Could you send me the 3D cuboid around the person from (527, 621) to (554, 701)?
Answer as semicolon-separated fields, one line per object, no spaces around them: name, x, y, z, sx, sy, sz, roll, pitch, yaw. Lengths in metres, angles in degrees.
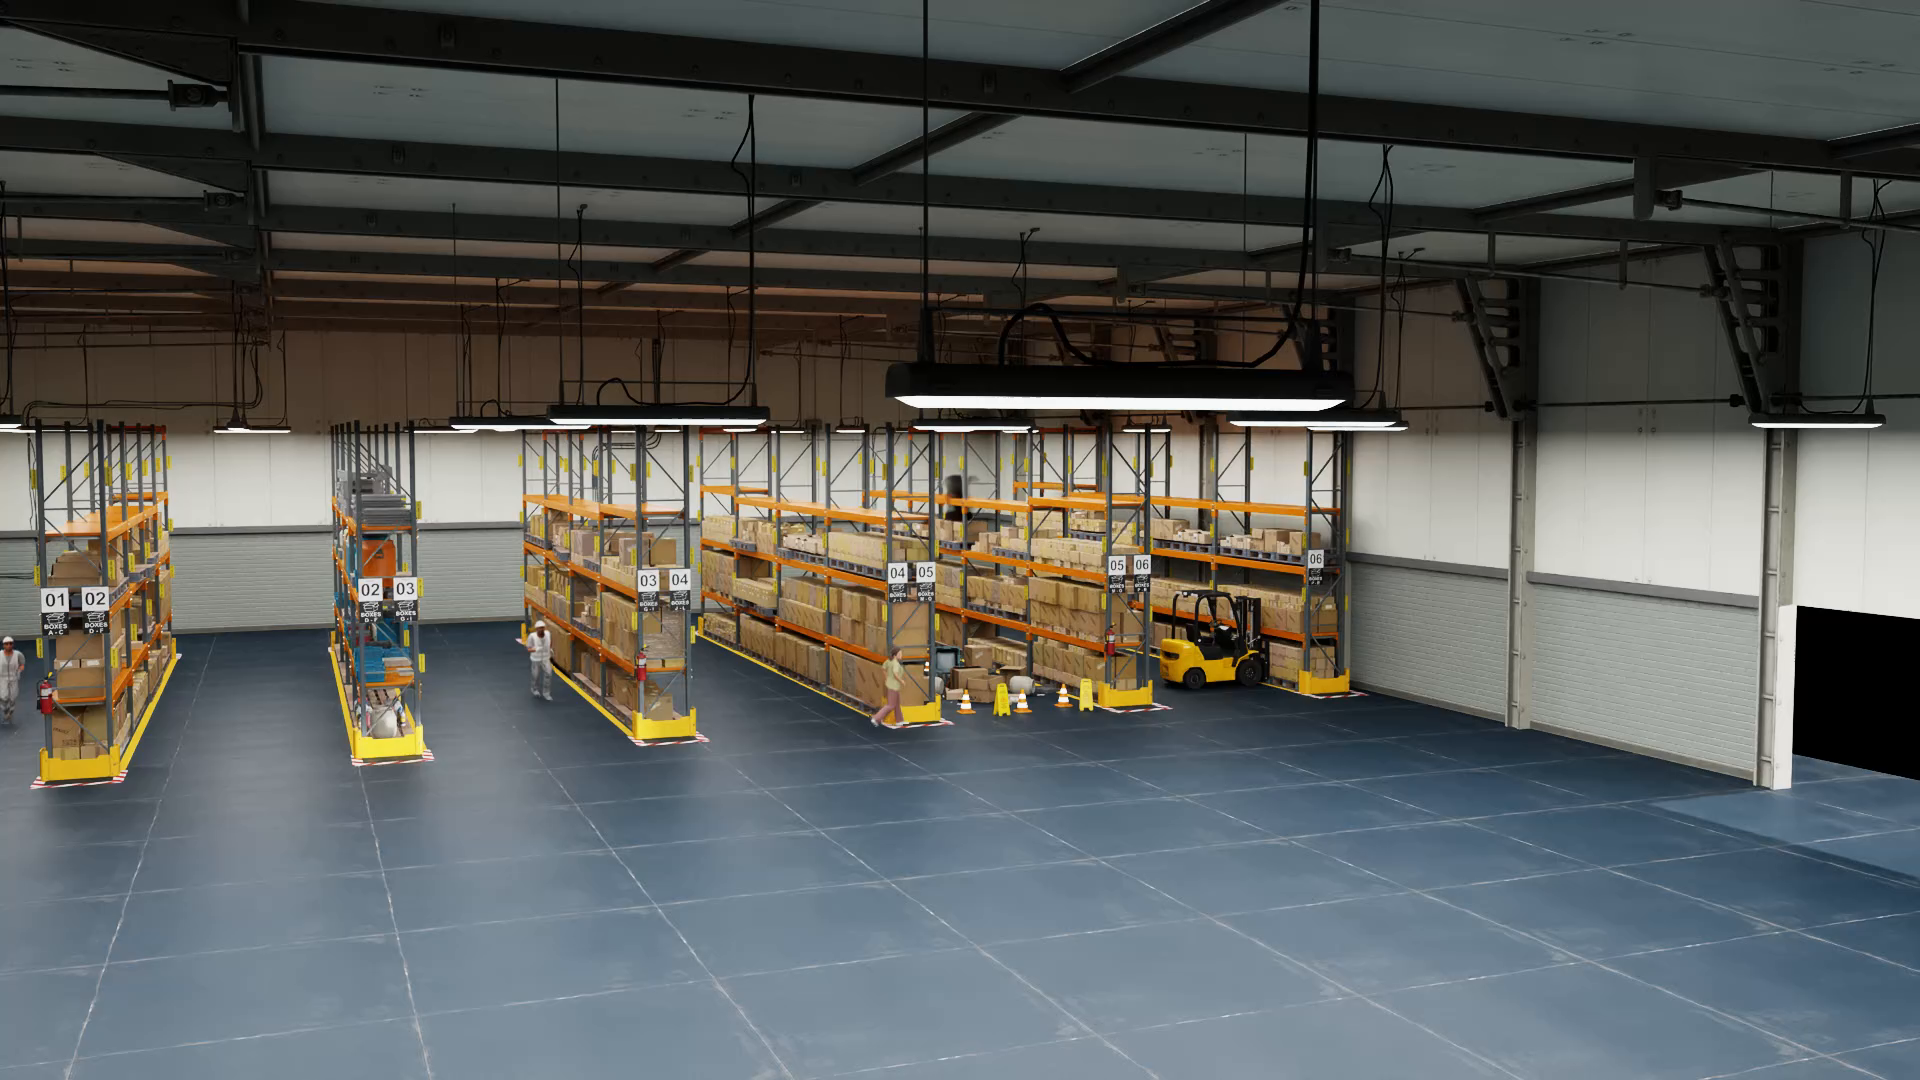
person;-9.070;2.589;35.956;0.632;1.727;0.993;-2;4;-24

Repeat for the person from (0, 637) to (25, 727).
person;-18.823;2.794;32.882;0.607;1.784;0.819;-3;4;-36

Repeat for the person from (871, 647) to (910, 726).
person;-1.284;2.877;32.346;0.888;1.606;0.662;-2;4;-24
